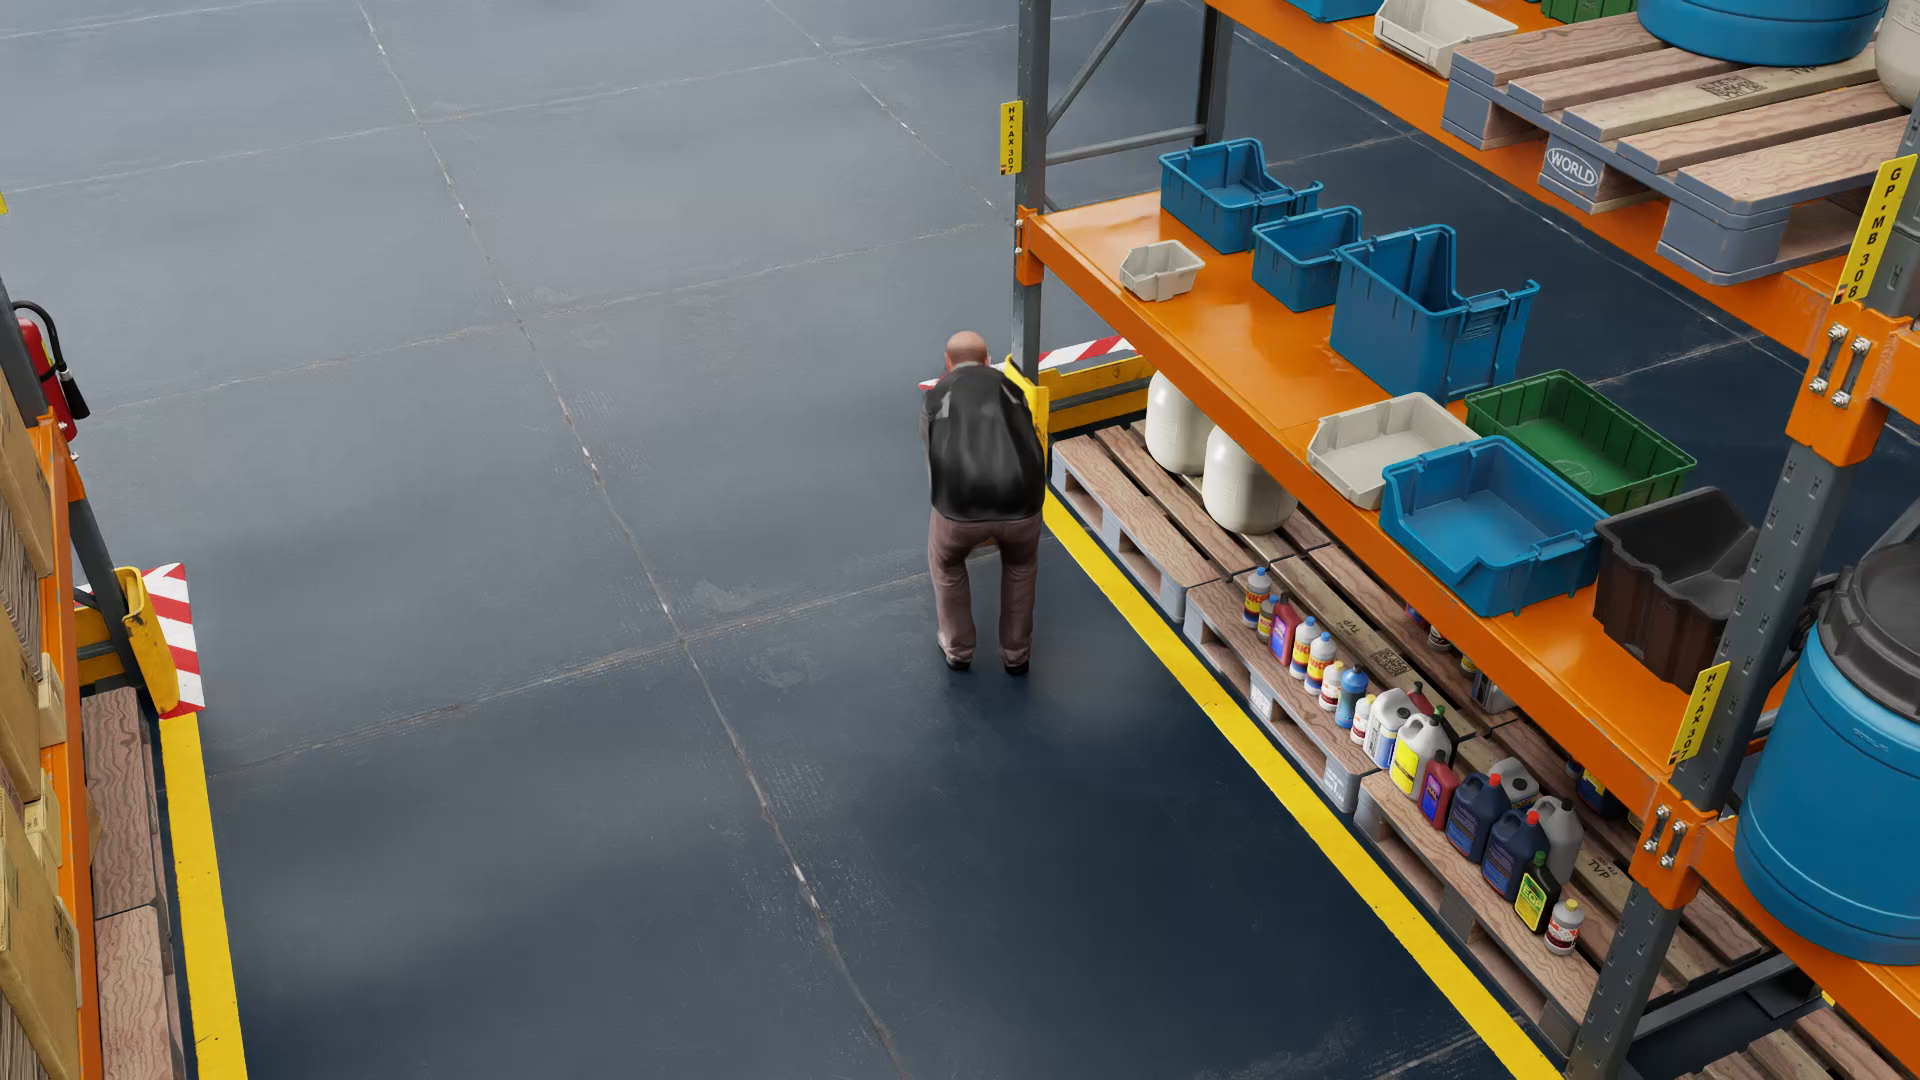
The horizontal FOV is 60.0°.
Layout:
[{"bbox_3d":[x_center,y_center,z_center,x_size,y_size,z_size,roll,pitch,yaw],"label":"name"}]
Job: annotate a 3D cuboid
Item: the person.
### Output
[{"bbox_3d":[0.076,-0.124,6.759,0.457,1.214,0.937,-5,37,-6],"label":"person"}]
